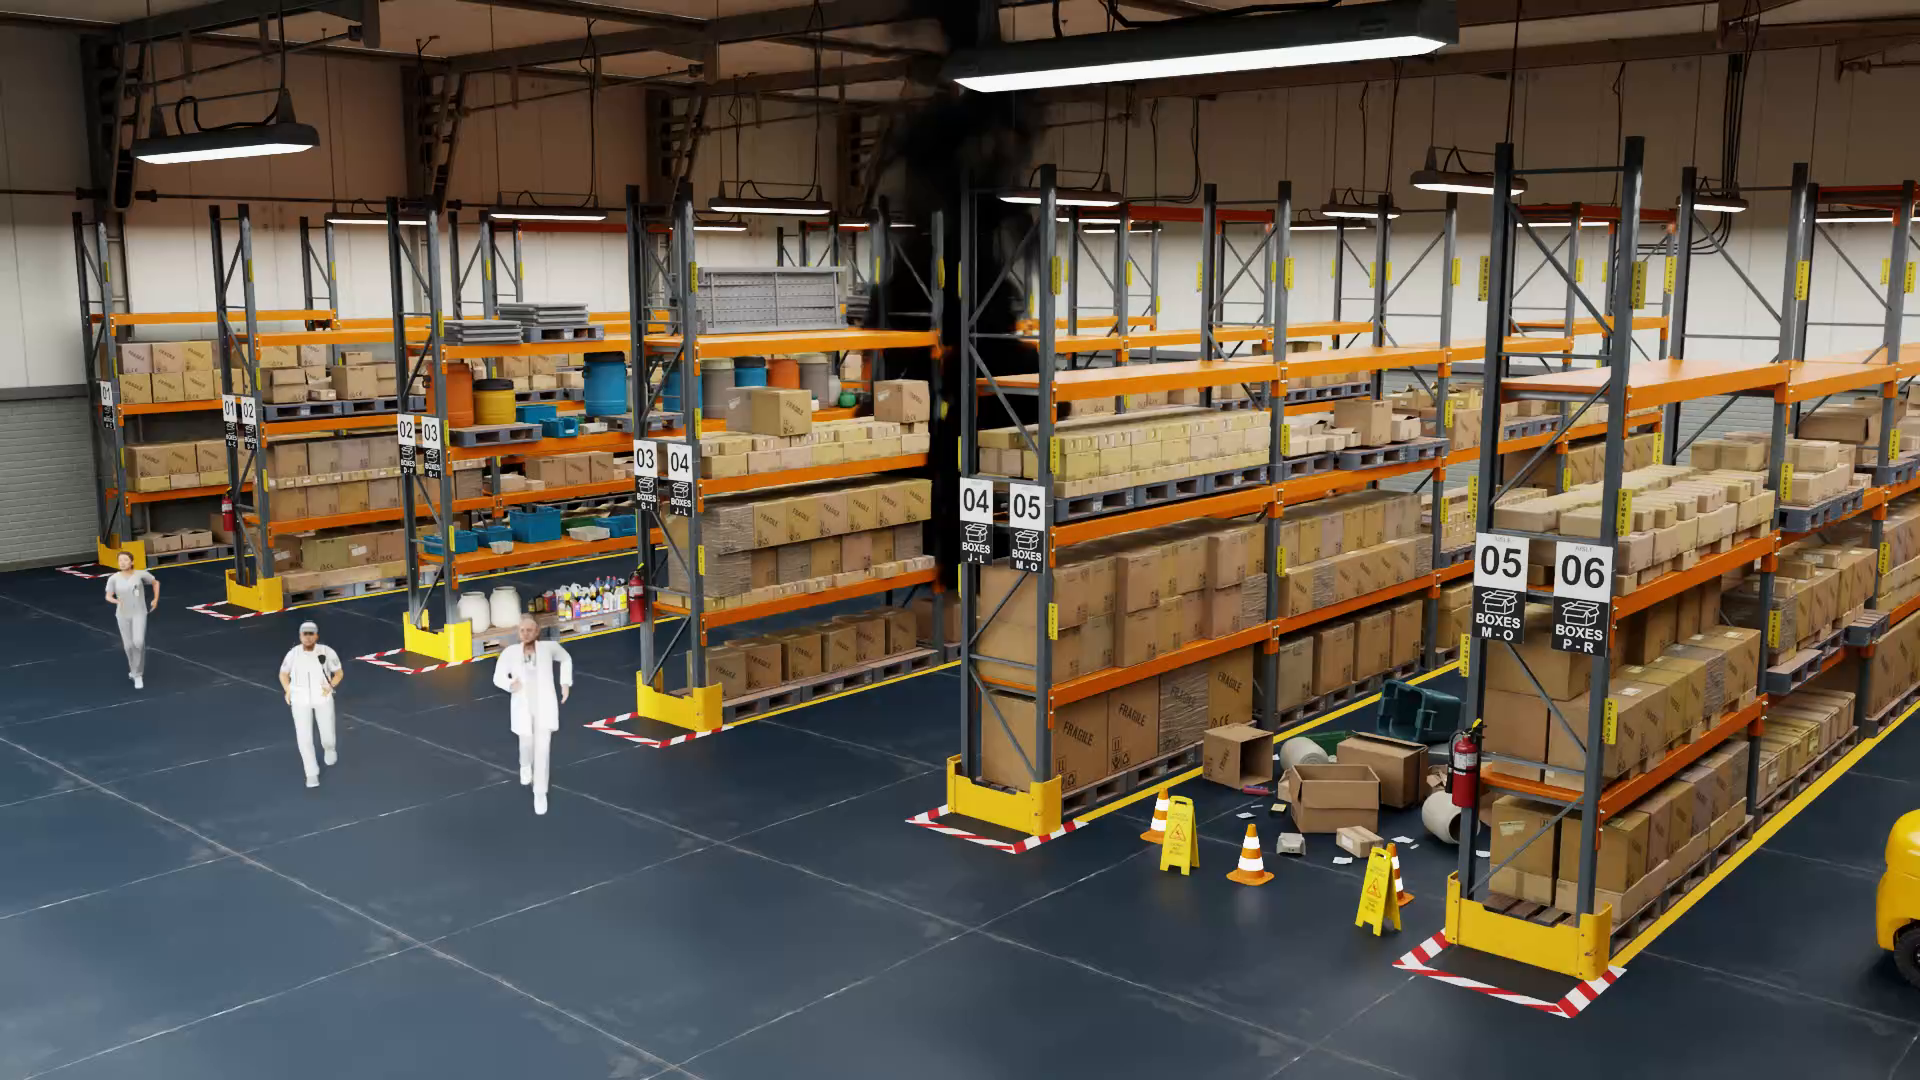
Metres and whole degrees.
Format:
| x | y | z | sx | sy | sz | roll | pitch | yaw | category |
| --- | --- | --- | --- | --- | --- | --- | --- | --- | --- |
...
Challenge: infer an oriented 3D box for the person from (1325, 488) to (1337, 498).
| x | y | z | sx | sy | sz | roll | pitch | yaw | category |
| --- | --- | --- | --- | --- | --- | --- | --- | --- | --- |
| 5.963 | -0.074 | 26.773 | 0.845 | 1.647 | 0.611 | -9 | 13 | -44 | person |

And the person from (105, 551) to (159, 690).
| x | y | z | sx | sy | sz | roll | pitch | yaw | category |
| --- | --- | --- | --- | --- | --- | --- | --- | --- | --- |
| -10.213 | 0.970 | 20.550 | 0.570 | 1.697 | 0.744 | -3 | 10 | -16 | person |

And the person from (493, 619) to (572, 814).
| x | y | z | sx | sy | sz | roll | pitch | yaw | category |
| --- | --- | --- | --- | --- | --- | --- | --- | --- | --- |
| -4.118 | 1.631 | 16.109 | 0.724 | 1.814 | 1.049 | -1 | 10 | -8 | person |

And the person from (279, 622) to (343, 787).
| x | y | z | sx | sy | sz | roll | pitch | yaw | category |
| --- | --- | --- | --- | --- | --- | --- | --- | --- | --- |
| -6.504 | 1.615 | 16.699 | 0.613 | 1.621 | 0.687 | -3 | 10 | -17 | person |
